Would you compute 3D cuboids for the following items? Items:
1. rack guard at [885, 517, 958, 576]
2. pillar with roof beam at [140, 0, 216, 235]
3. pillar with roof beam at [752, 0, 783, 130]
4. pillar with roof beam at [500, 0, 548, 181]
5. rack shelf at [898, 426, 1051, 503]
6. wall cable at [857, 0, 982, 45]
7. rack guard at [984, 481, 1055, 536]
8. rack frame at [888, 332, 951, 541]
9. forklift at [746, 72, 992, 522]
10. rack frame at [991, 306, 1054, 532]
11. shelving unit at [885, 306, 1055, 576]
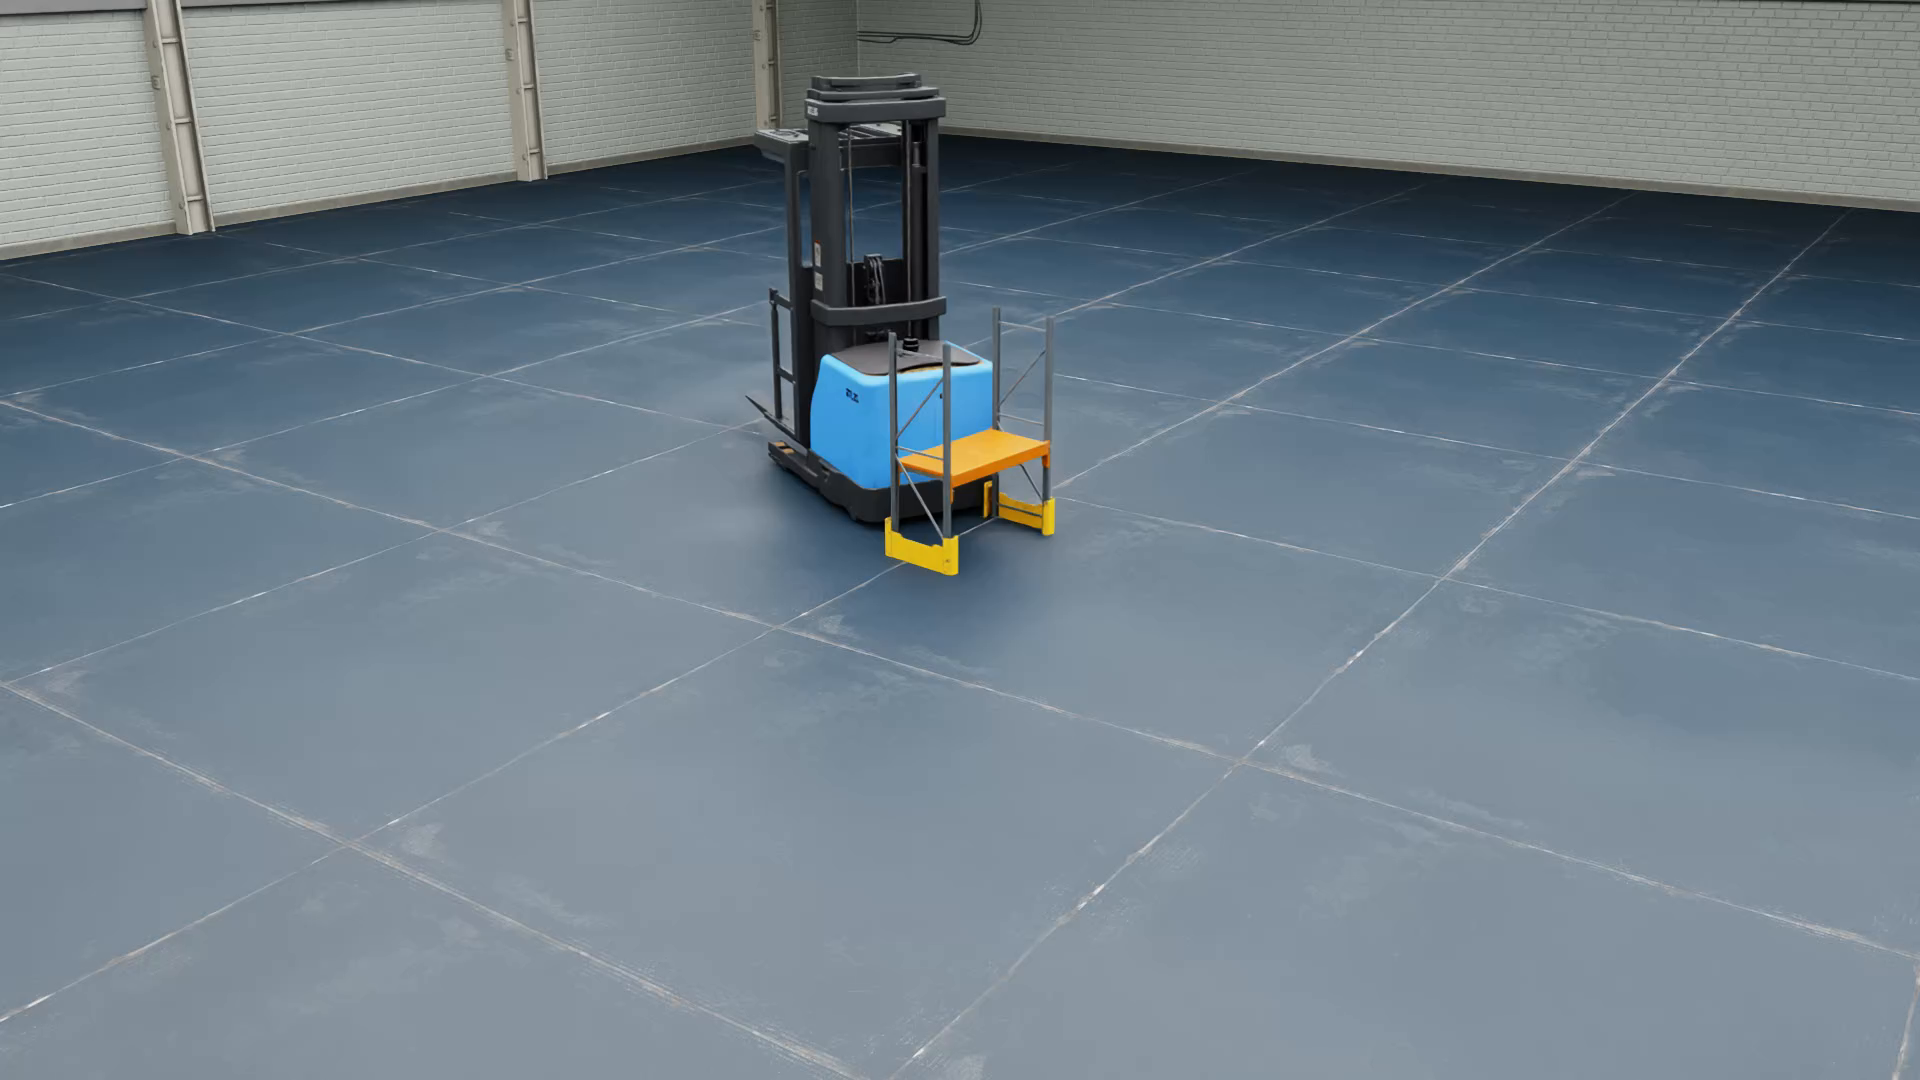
[{"bbox_3d":[-0.252,0.040,10.797,0.587,0.250,0.087,17,26,38],"label":"rack guard"},{"bbox_3d":[-6.819,-7.569,18.756,9.100,9.000,0.400,13,24,32],"label":"pillar with roof beam"},{"bbox_3d":[-0.074,-11.012,28.064,9.100,9.000,0.400,13,24,32],"label":"pillar with roof beam"},{"bbox_3d":[-3.446,-9.290,23.410,9.100,9.000,0.400,13,24,32],"label":"pillar with roof beam"},{"bbox_3d":[0.083,-0.510,11.000,0.538,0.185,1.000,17,26,38],"label":"rack shelf"},{"bbox_3d":[-0.884,-10.982,32.460,3.097,2.526,0.112,13,24,32],"label":"wall cable"},{"bbox_3d":[0.405,-0.220,11.499,0.587,0.250,0.087,17,26,38],"label":"rack guard"},{"bbox_3d":[-0.253,-0.546,10.580,0.500,1.500,0.032,17,26,38],"label":"rack frame"},{"bbox_3d":[-0.830,-1.966,12.356,1.130,2.935,3.031,-10,22,-24],"label":"forklift"},{"bbox_3d":[0.418,-0.811,11.296,0.500,1.500,0.032,17,26,38],"label":"rack frame"},{"bbox_3d":[0.077,-0.676,10.931,0.587,1.500,1.083,17,26,38],"label":"shelving unit"}]
